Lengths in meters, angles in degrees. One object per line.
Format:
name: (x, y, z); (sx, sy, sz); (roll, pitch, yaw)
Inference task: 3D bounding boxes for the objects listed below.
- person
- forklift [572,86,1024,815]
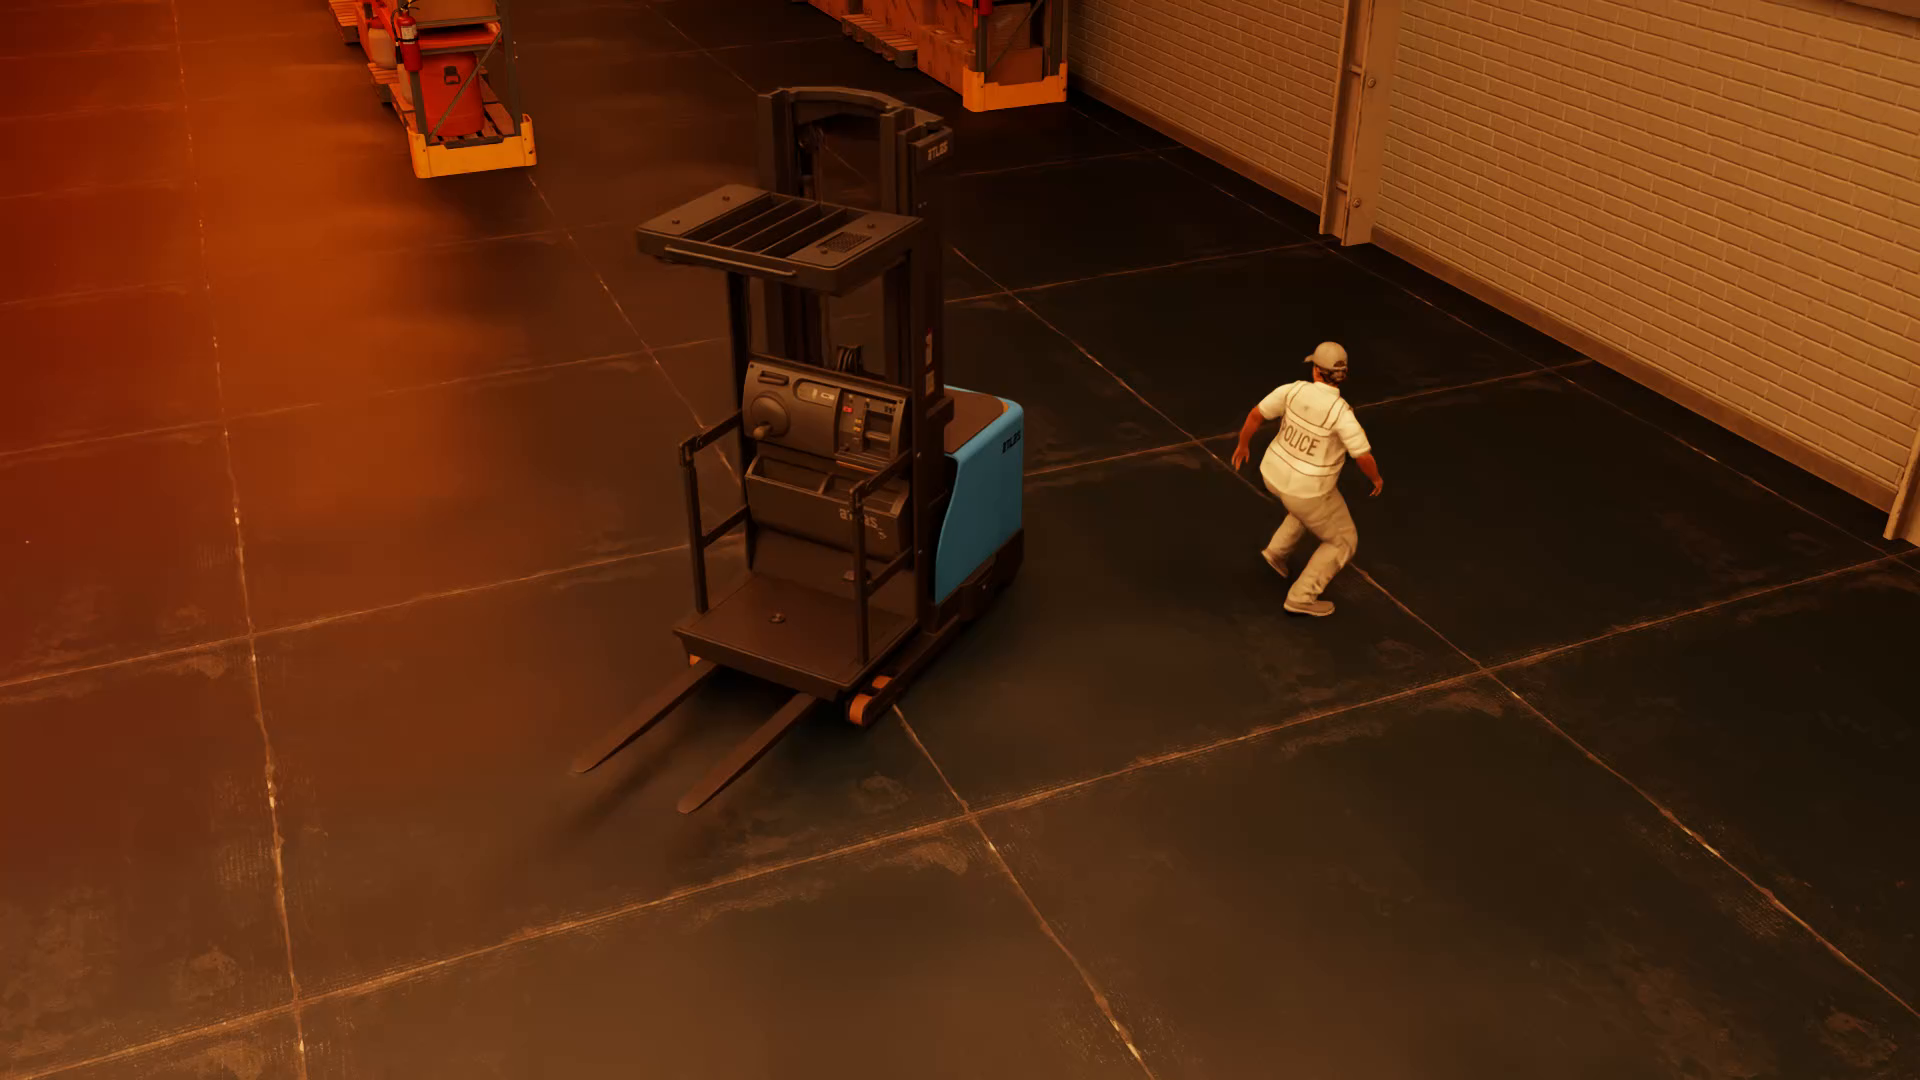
person: (1.931, -0.350, 9.113); (0.619, 1.583, 0.706); (-13, 32, -22)
forklift: (-0.786, -0.584, 8.142); (1.130, 2.935, 3.031); (15, 33, 25)
